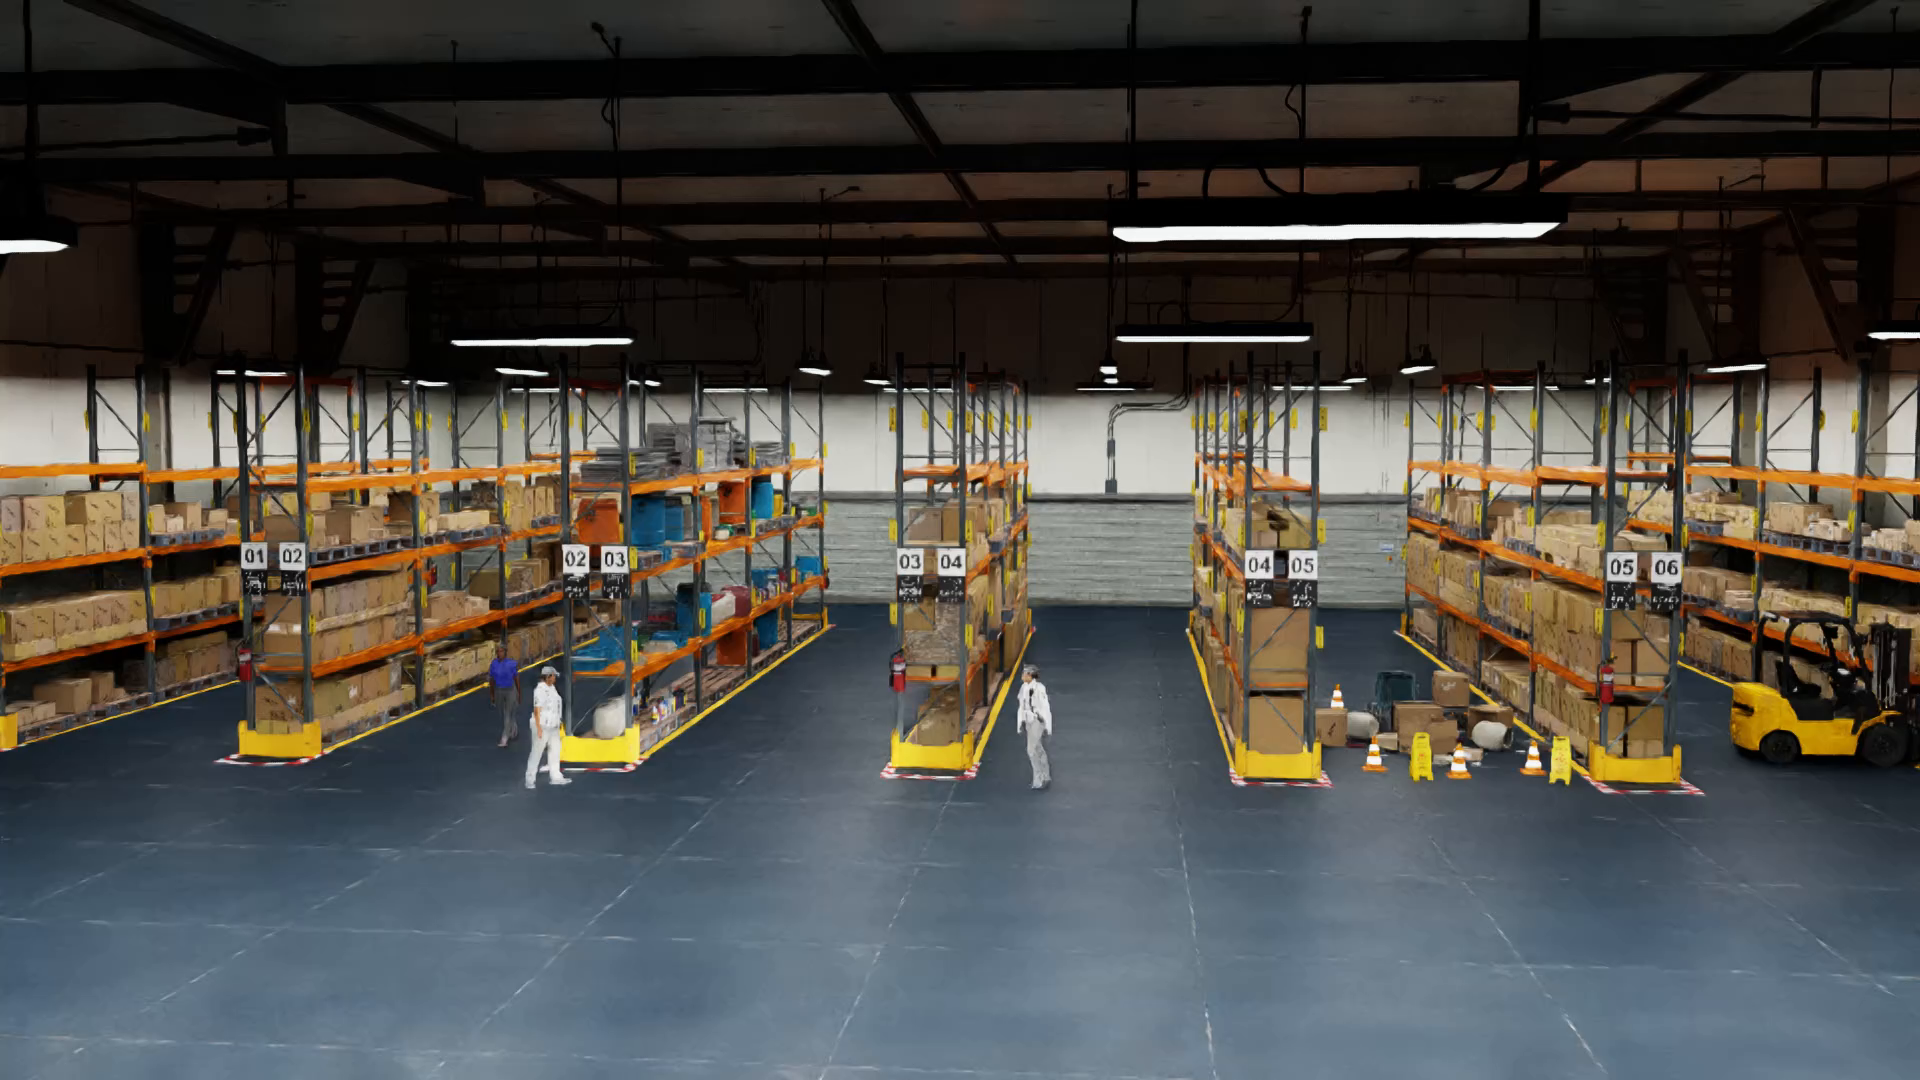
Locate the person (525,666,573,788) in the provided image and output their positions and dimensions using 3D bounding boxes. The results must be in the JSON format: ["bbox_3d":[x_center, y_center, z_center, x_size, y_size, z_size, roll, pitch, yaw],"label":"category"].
[{"bbox_3d":[-5.696,2.552,22.830,0.511,1.661,0.614,1,4,16],"label":"person"}]

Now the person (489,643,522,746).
[{"bbox_3d":[-7.083,2.364,25.818,0.447,1.574,1.088,1,4,8],"label":"person"}]

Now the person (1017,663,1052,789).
[{"bbox_3d":[1.053,2.536,22.982,0.465,1.693,0.579,-2,5,-31],"label":"person"}]
